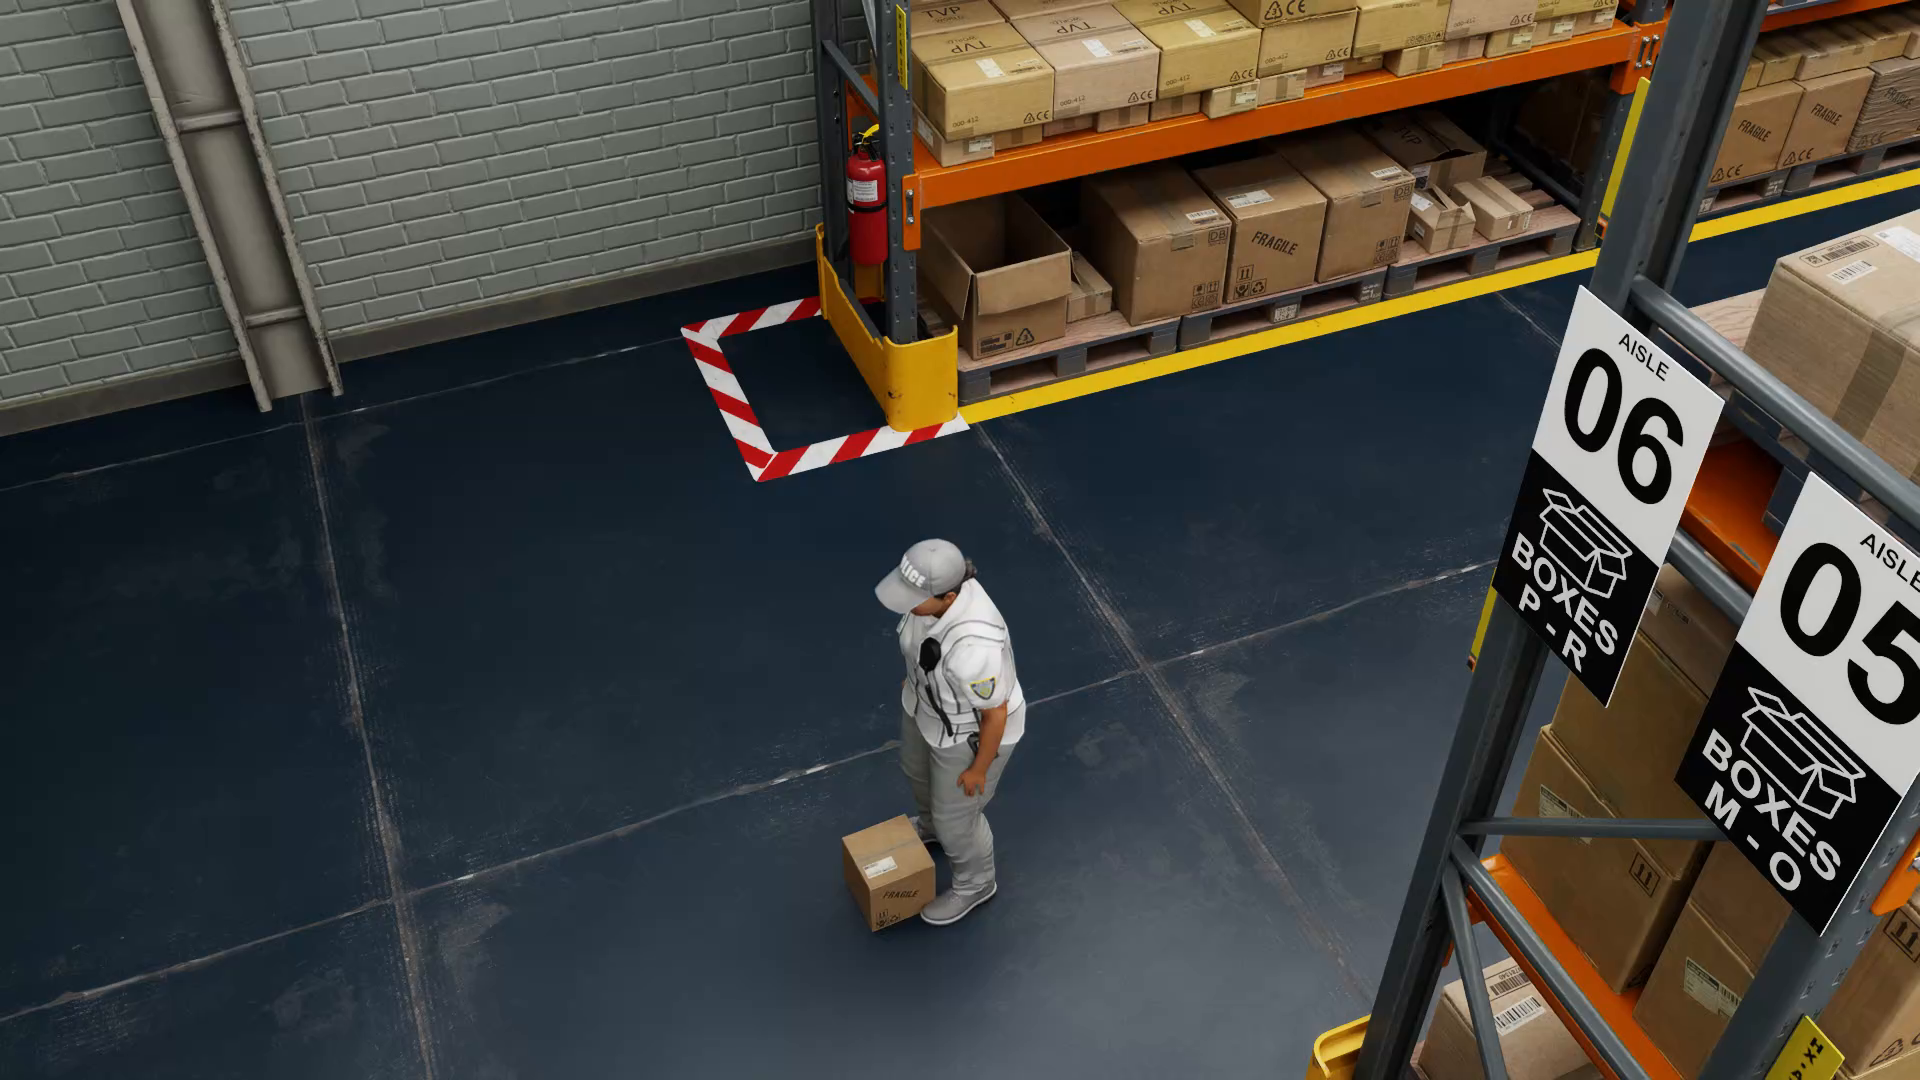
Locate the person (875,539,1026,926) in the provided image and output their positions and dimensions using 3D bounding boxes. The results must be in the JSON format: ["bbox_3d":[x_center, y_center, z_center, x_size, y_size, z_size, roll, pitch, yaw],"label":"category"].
[{"bbox_3d":[-0.051,0.597,5.493,0.468,1.665,0.558,-18,45,-19],"label":"person"}]
